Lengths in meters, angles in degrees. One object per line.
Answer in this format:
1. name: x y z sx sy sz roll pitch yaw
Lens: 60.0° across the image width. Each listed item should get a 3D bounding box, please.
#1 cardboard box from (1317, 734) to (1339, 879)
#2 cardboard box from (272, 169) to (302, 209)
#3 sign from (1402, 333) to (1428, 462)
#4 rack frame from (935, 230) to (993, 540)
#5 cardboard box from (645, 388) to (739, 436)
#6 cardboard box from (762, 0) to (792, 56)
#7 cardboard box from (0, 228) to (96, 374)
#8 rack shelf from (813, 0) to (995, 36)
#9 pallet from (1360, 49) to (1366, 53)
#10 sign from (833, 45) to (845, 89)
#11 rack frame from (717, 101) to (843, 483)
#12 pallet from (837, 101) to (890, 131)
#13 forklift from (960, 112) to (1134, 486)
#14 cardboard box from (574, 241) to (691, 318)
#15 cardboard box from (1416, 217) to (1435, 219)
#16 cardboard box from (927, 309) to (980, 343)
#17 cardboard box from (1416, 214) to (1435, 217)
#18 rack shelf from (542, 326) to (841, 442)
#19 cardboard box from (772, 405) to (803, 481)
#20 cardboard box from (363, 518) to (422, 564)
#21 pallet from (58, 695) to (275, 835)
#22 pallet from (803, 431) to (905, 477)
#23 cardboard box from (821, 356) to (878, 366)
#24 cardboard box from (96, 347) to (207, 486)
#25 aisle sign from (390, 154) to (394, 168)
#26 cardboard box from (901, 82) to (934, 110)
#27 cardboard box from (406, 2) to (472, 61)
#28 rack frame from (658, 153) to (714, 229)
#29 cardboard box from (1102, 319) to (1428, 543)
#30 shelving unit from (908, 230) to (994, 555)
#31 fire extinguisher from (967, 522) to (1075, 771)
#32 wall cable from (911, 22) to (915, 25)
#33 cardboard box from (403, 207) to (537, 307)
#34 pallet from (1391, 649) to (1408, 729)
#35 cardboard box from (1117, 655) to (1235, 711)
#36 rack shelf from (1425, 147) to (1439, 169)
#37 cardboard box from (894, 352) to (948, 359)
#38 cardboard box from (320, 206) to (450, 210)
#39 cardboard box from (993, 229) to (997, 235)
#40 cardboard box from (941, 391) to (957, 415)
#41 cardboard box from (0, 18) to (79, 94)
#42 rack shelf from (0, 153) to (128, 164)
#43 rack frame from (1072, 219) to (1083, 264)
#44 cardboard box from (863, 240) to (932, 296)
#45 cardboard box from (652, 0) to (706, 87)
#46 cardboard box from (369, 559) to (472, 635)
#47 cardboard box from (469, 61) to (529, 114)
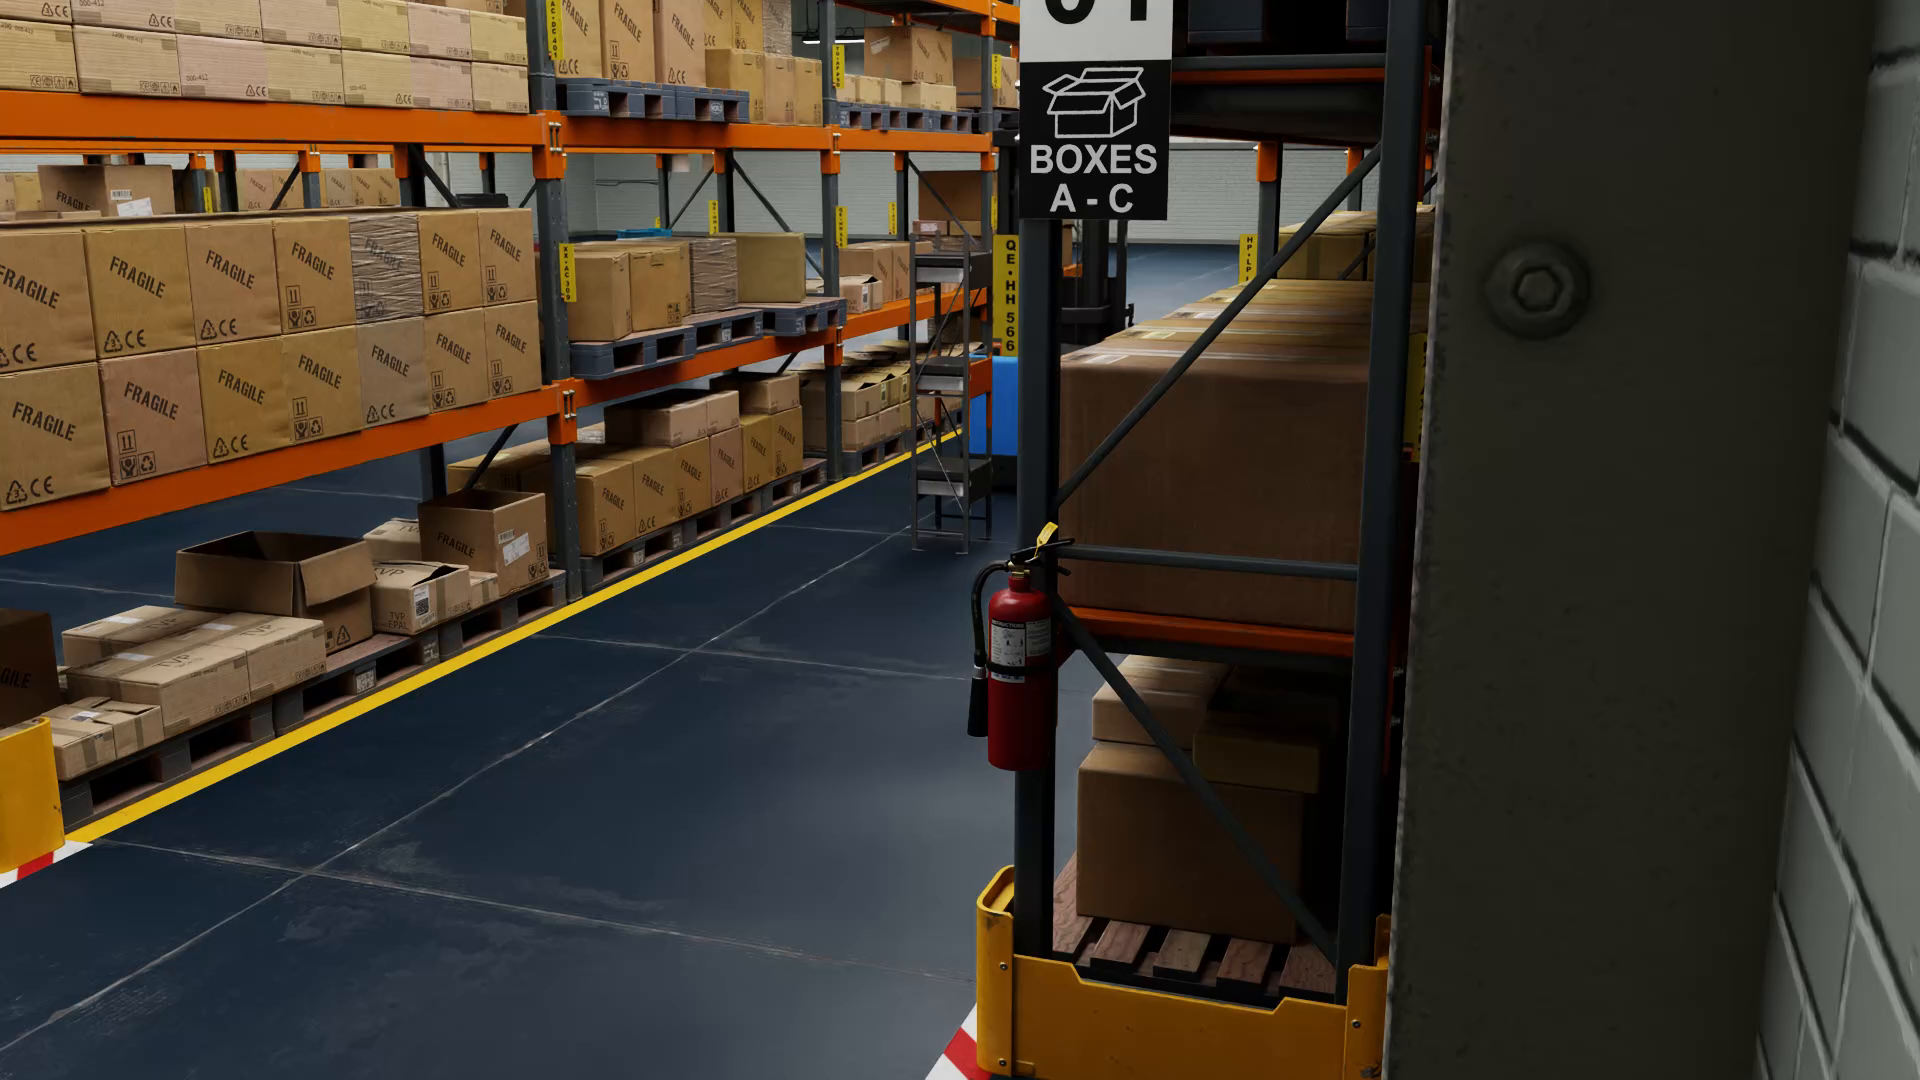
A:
1. cardboard box: 0.940 0.819 5.827 0.700 0.500 0.500 4 14 18
2. cardboard box: -8.823 -4.500 21.316 0.500 0.500 0.500 4 14 18
3. sign: 1.170 -0.355 4.171 0.100 0.325 0.005 4 14 18
4. rack frame: 0.025 -1.040 11.319 0.400 2.100 0.015 4 14 18
5. cardboard box: -1.875 -0.895 11.606 0.500 0.250 0.500 4 13 17
6. cardboard box: -1.601 -3.883 12.539 0.500 0.500 0.500 4 14 18
7. cardboard box: -3.649 -0.902 6.219 0.500 0.500 0.500 5 14 20
8. rack shelf: -0.806 -4.776 14.697 1.077 0.370 4.000 4 14 18
9. pallet: 1.666 -2.025 7.071 1.003 0.211 1.213 4 14 18
10. sign: -0.941 -3.651 12.831 0.100 0.325 0.005 4 14 18
11. rack frame: -1.453 -1.976 13.396 1.000 3.000 0.127 4 14 18
12. pallet: -1.318 -3.495 13.737 1.213 0.211 1.003 5 14 21
13. forklift: 0.913 -2.099 14.090 1.130 2.935 3.031 4 13 16
14. cardboard box: -2.234 -1.763 11.297 0.700 0.500 0.500 1 13 4
15. cardboard box: 2.994 -1.858 10.257 0.500 0.250 0.500 4 13 17
16. cardboard box: -0.043 -2.266 18.216 0.500 0.500 0.500 4 14 18
17. cardboard box: 3.163 -1.966 10.730 0.500 0.250 0.500 4 13 17
18. rack shelf: -2.101 -1.204 11.631 1.077 0.370 4.000 4 14 18
19. cardboard box: -1.534 -0.758 12.688 0.500 0.500 0.500 5 14 21
20. cardboard box: -3.088 0.036 9.637 0.500 0.311 0.500 4 14 18
21. pallet: -3.760 0.884 7.132 1.003 0.211 1.213 4 14 18
22. pallet: -1.150 -0.787 14.453 1.003 0.211 1.213 4 14 18
23. cardboard box: -1.025 -1.563 15.561 0.500 0.311 0.500 5 14 20
24. cardboard box: -3.487 -0.524 6.808 0.500 0.500 0.500 4 14 18
25. aisle sign: -7.933 -5.633 23.577 0.394 0.787 0.004 4 14 18
26. cardboard box: -0.543 -4.167 15.649 0.500 0.250 0.500 3 13 13
27. cardboard box: -2.813 -2.540 8.338 0.500 0.250 0.500 4 14 18
28. rack frame: -3.551 -4.018 22.341 1.000 3.000 0.127 4 14 18
29. cardboard box: 1.027 -0.344 5.571 0.980 0.700 0.700 4 14 18
30. shelving unit: -0.054 -0.989 11.094 0.431 2.100 0.503 4 14 18
31. fire extinguisher: 0.161 0.283 4.513 0.296 0.674 0.183 4 14 18
32. wall cable: -2.501 -16.100 54.154 2.305 6.003 0.169 4 14 18
33. cardboard box: -2.666 -1.545 9.035 0.500 0.500 0.500 4 14 19
34. pallet: 1.621 0.736 7.780 1.003 0.211 1.213 4 14 18
35. cardboard box: 0.730 0.514 5.705 0.380 0.149 0.250 5 14 20
36. rack shelf: 5.176 -3.995 17.118 1.077 0.370 4.000 4 14 18
37. cardboard box: -0.345 -1.635 15.877 0.500 0.311 0.500 4 14 18
38. cardboard box: -3.166 -1.591 9.237 0.500 0.500 0.500 5 14 20
39. cardboard box: 0.192 -3.278 17.421 0.380 0.149 0.250 5 14 19
40. cardboard box: -0.350 -1.360 15.933 0.500 0.250 0.500 5 14 20
41. cardboard box: -3.635 -1.770 6.092 0.500 0.250 0.500 4 14 18
42. rack shelf: -13.545 -5.443 23.463 1.077 0.370 4.000 4 14 18
43. rack frame: 1.135 -3.660 20.775 1.000 3.000 0.127 4 14 18
44. cardboard box: -0.594 -2.595 15.885 0.500 0.500 0.500 5 14 22
45. cardboard box: -2.086 -3.280 10.976 0.600 0.600 0.600 4 13 16
46. cardboard box: -2.906 0.261 8.649 0.500 0.311 0.500 4 14 18
47. cardboard box: -2.653 -2.401 8.856 0.500 0.250 0.500 4 14 18
